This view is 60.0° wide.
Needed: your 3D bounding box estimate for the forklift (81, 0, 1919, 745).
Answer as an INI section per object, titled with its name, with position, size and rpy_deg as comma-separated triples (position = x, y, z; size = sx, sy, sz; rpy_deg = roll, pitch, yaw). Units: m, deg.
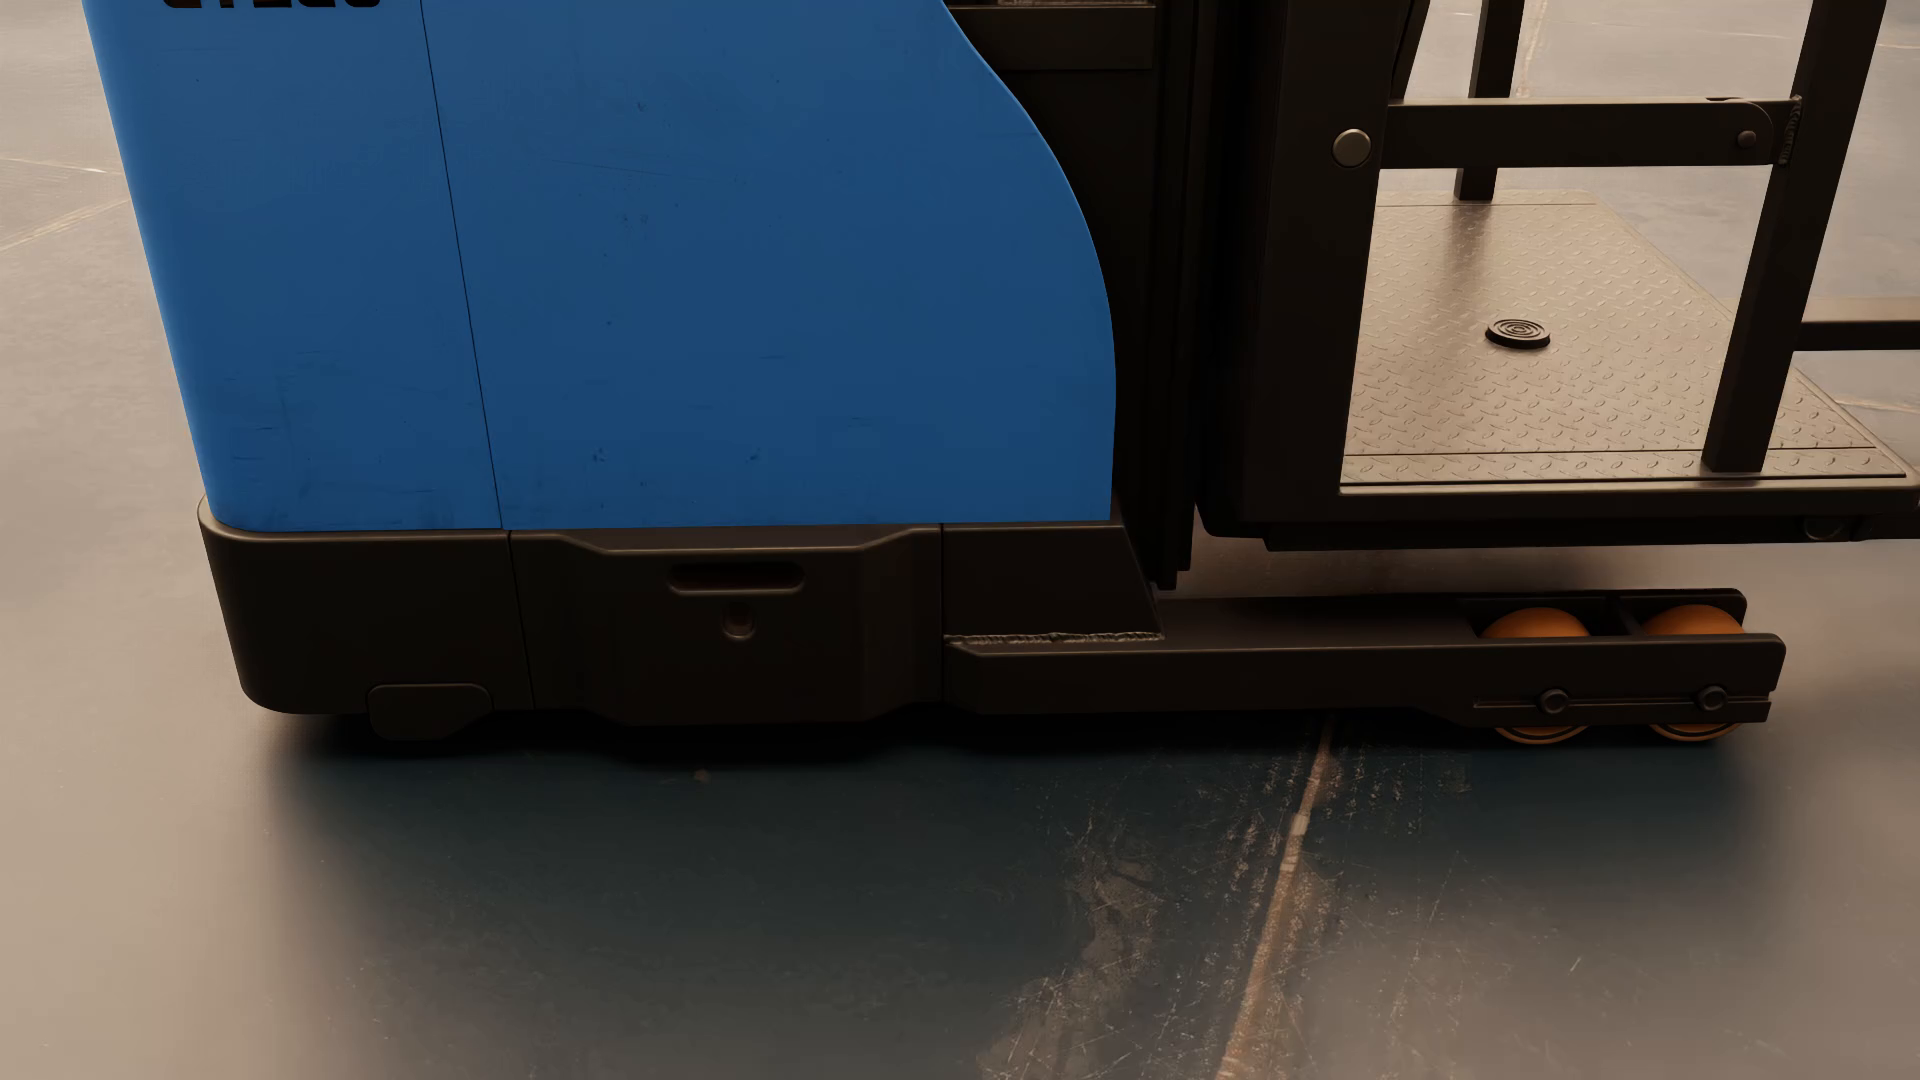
[forklift]
position = 0.608, -1.285, 1.795
size = 3.031, 2.935, 1.130
rpy_deg = -1, 30, -2
